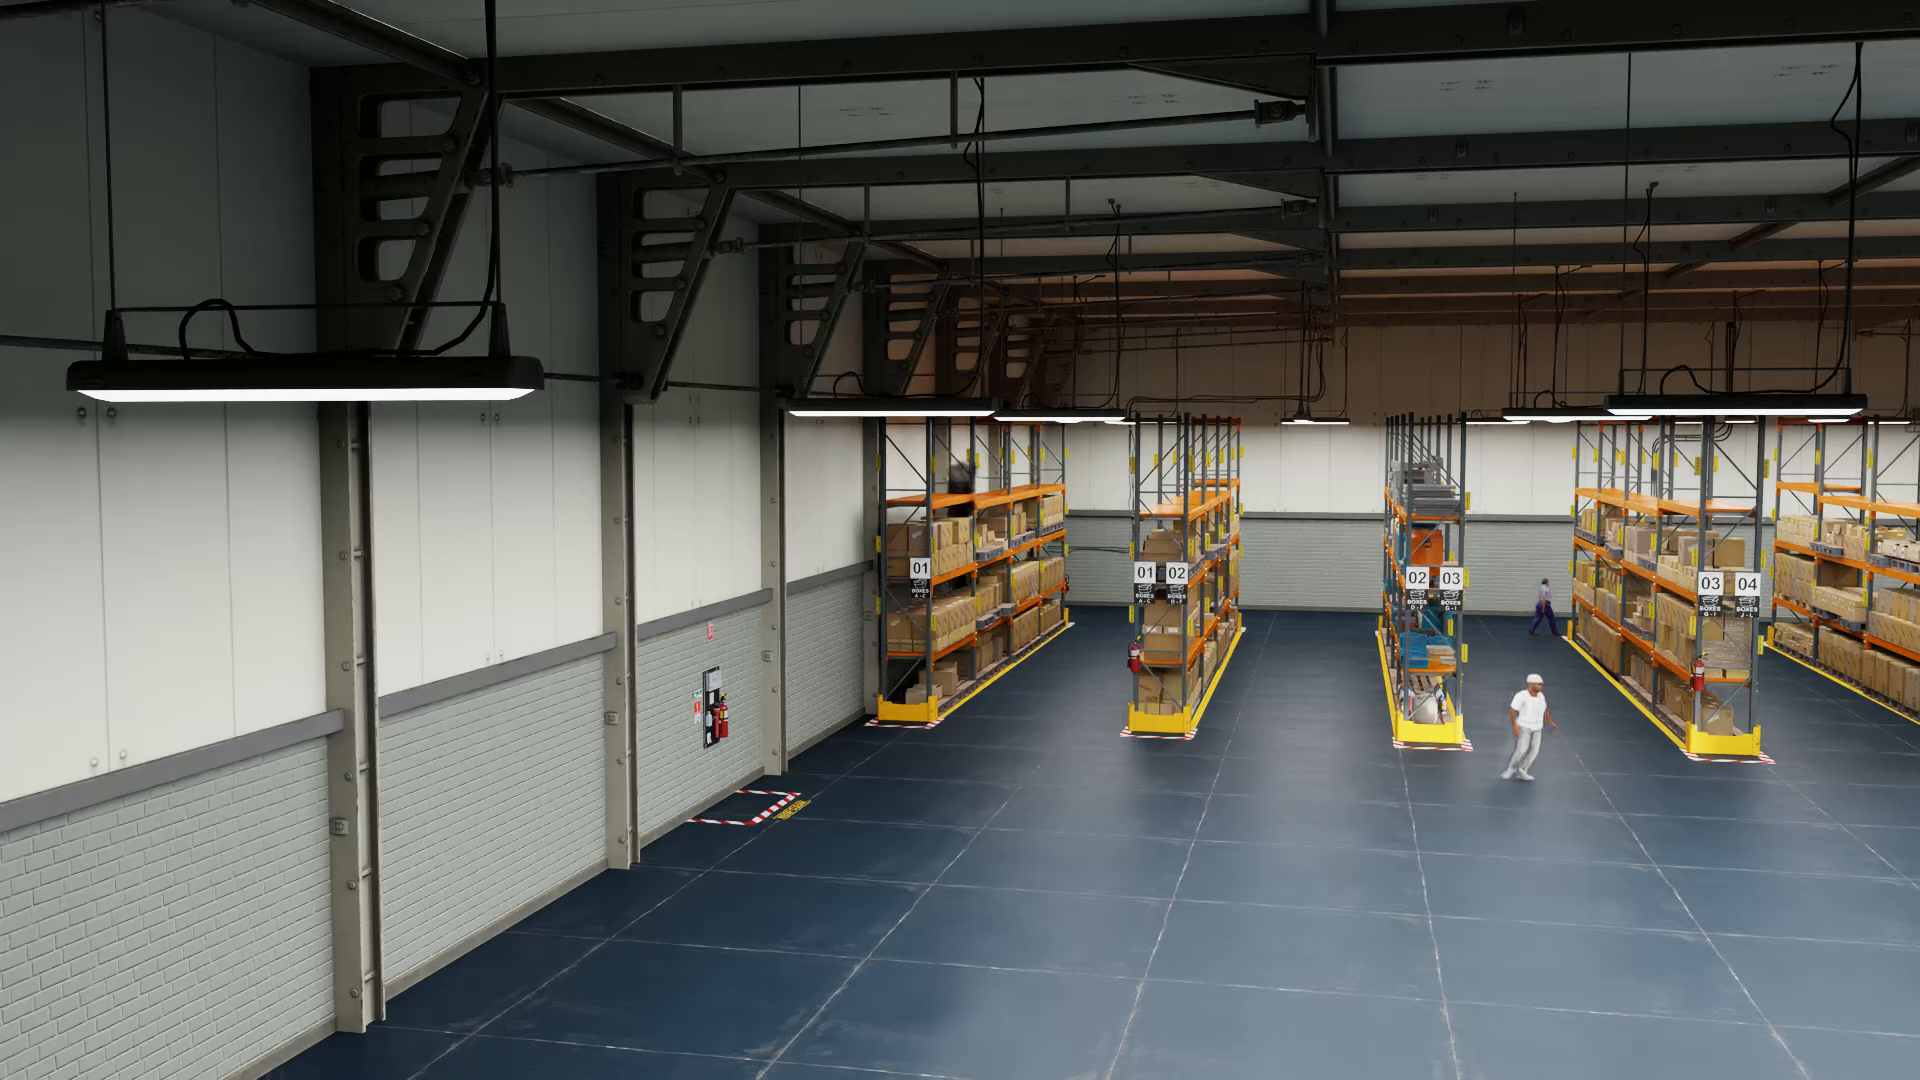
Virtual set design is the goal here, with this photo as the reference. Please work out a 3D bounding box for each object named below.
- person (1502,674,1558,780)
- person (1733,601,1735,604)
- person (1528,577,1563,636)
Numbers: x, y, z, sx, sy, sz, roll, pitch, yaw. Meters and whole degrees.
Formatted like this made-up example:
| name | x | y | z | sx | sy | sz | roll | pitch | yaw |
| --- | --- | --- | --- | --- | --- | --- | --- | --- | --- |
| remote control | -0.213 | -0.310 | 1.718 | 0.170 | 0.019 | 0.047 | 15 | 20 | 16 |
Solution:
| name | x | y | z | sx | sy | sz | roll | pitch | yaw |
| --- | --- | --- | --- | --- | --- | --- | --- | --- | --- |
| person | 9.196 | 3.037 | 26.859 | 0.792 | 1.734 | 0.581 | -2 | 4 | -26 |
| person | 19.894 | 2.133 | 42.453 | 0.571 | 1.468 | 0.772 | 1 | 4 | 21 |
| person | 16.060 | 1.823 | 45.663 | 0.941 | 1.593 | 0.488 | -1 | 4 | -12 |
